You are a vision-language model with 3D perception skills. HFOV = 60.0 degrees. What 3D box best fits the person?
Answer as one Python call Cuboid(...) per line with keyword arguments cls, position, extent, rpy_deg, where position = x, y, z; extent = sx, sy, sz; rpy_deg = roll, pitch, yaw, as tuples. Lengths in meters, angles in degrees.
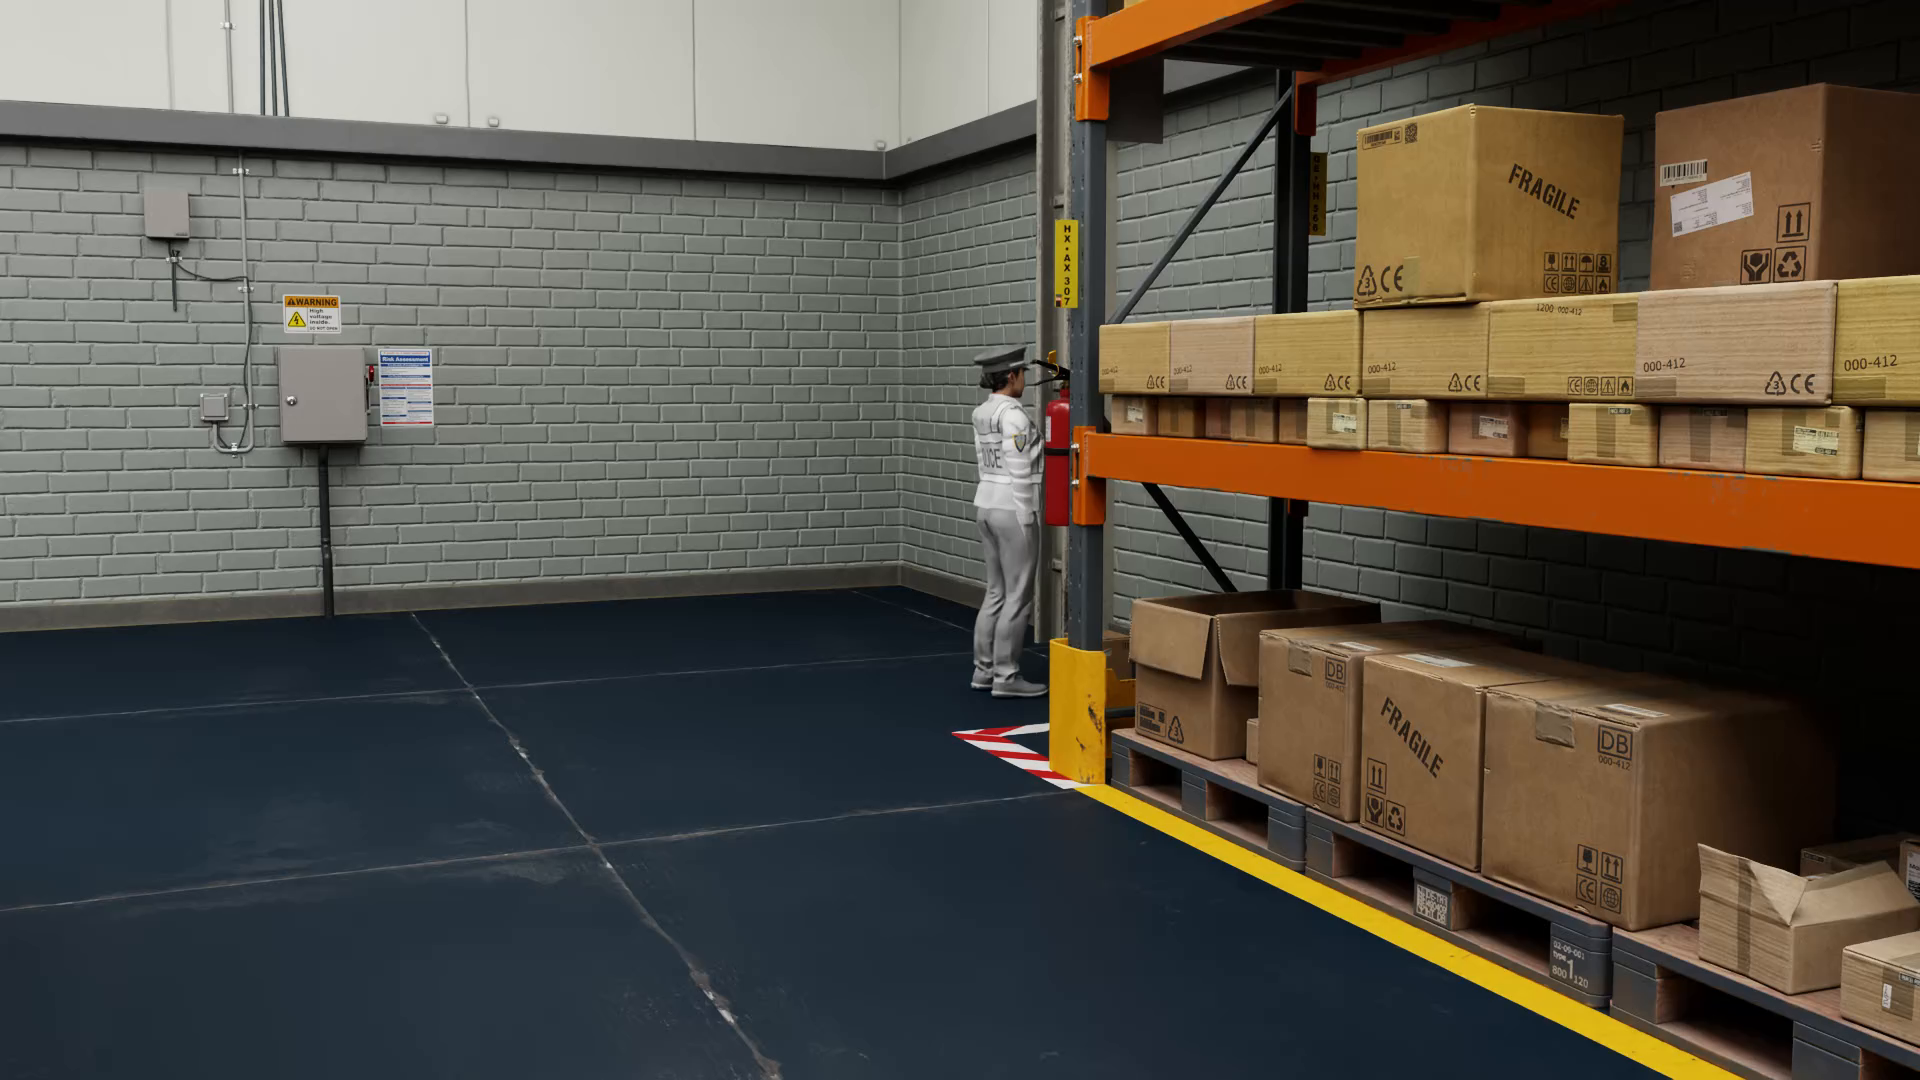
Cuboid(cls="person", position=(0.234, -0.099, 7.963), extent=(0.341, 1.679, 0.466), rpy_deg=(-2, 6, -22))
